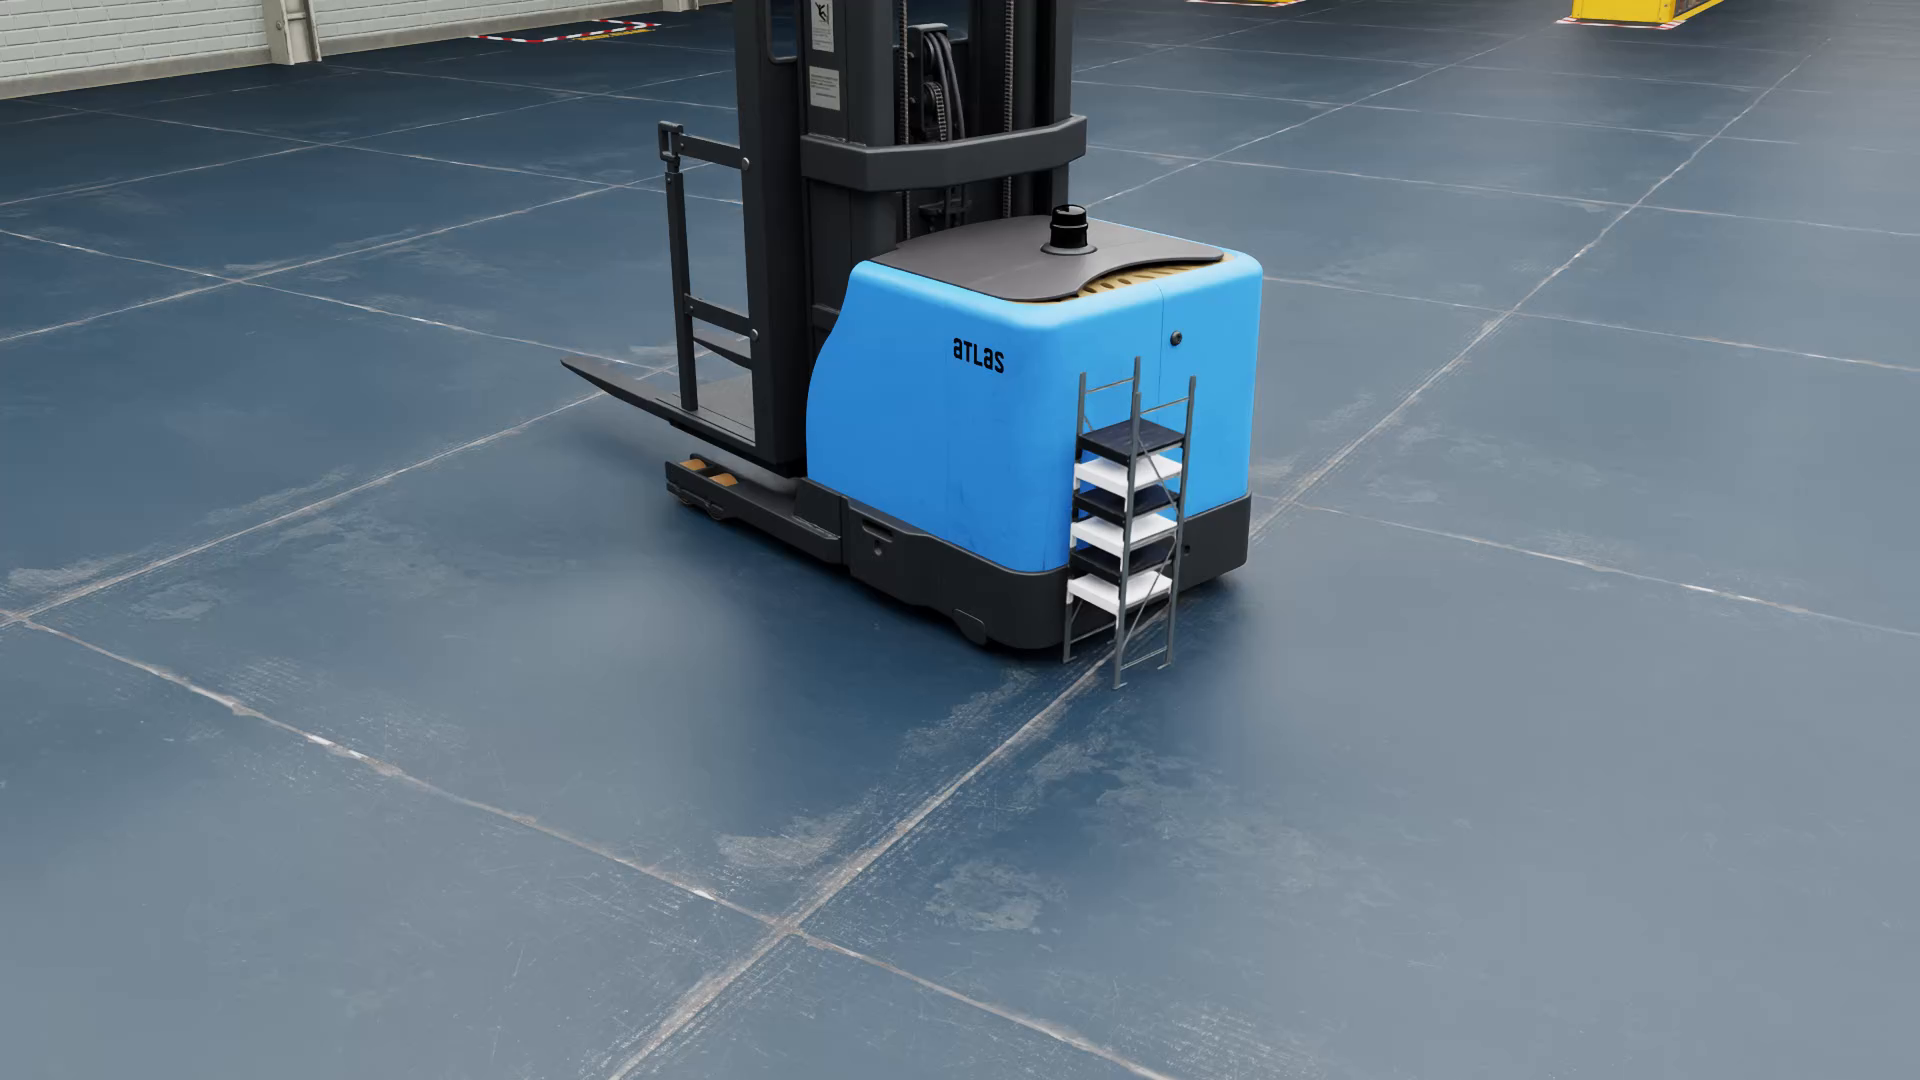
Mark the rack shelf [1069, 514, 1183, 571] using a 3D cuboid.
[{"bbox_3d":[0.472,-0.013,4.722,0.258,0.077,0.200,-19,32,-38],"label":"rack shelf"}]

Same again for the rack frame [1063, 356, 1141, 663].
[{"bbox_3d":[0.405,-0.077,4.776,0.240,0.900,0.006,-19,32,-38],"label":"rack frame"}]

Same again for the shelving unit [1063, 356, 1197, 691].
[{"bbox_3d":[0.473,-0.043,4.708,0.258,0.900,0.210,-19,32,-38],"label":"shelving unit"}]

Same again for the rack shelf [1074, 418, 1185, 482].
[{"bbox_3d":[0.479,-0.258,4.608,0.258,0.077,0.200,-19,32,-38],"label":"rack shelf"}]

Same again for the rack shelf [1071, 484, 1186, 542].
[{"bbox_3d":[0.474,-0.095,4.684,0.258,0.077,0.200,-19,32,-38],"label":"rack shelf"}]

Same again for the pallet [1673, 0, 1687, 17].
[{"bbox_3d":[8.710,-6.889,21.398,1.003,0.211,1.213,14,27,29],"label":"pallet"}]

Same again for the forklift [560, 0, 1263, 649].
[{"bbox_3d":[-0.415,-1.532,5.599,1.130,2.935,3.031,-19,30,-37],"label":"forklift"}]

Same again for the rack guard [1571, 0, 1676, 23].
[{"bbox_3d":[8.277,-6.749,20.710,1.175,0.500,0.348,14,27,29],"label":"rack guard"}]

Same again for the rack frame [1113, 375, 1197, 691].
[{"bbox_3d":[0.540,-0.010,4.640,0.240,0.900,0.006,-19,32,-38],"label":"rack frame"}]

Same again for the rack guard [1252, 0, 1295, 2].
[{"bbox_3d":[4.058,-7.744,23.010,1.175,0.500,0.348,14,27,29],"label":"rack guard"}]

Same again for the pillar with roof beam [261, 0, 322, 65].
[{"bbox_3d":[-3.178,-8.155,13.260,9.100,9.000,0.400,14,27,29],"label":"pillar with roof beam"}]

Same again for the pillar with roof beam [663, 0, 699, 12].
[{"bbox_3d":[-0.013,-10.180,17.938,9.100,9.000,0.400,14,27,29],"label":"pillar with roof beam"}]

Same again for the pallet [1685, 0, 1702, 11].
[{"bbox_3d":[9.354,-7.299,22.345,1.003,0.211,1.213,14,27,29],"label":"pallet"}]

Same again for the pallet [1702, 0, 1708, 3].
[{"bbox_3d":[9.997,-7.713,23.300,1.003,0.211,1.213,14,27,29],"label":"pallet"}]

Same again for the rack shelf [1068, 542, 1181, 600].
[{"bbox_3d":[0.470,0.068,4.760,0.258,0.077,0.200,-19,32,-38],"label":"rack shelf"}]

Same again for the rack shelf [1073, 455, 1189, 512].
[{"bbox_3d":[0.477,-0.176,4.646,0.258,0.077,0.200,-19,32,-38],"label":"rack shelf"}]

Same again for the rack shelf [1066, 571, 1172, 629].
[{"bbox_3d":[0.467,0.150,4.798,0.258,0.077,0.200,-19,32,-38],"label":"rack shelf"}]
